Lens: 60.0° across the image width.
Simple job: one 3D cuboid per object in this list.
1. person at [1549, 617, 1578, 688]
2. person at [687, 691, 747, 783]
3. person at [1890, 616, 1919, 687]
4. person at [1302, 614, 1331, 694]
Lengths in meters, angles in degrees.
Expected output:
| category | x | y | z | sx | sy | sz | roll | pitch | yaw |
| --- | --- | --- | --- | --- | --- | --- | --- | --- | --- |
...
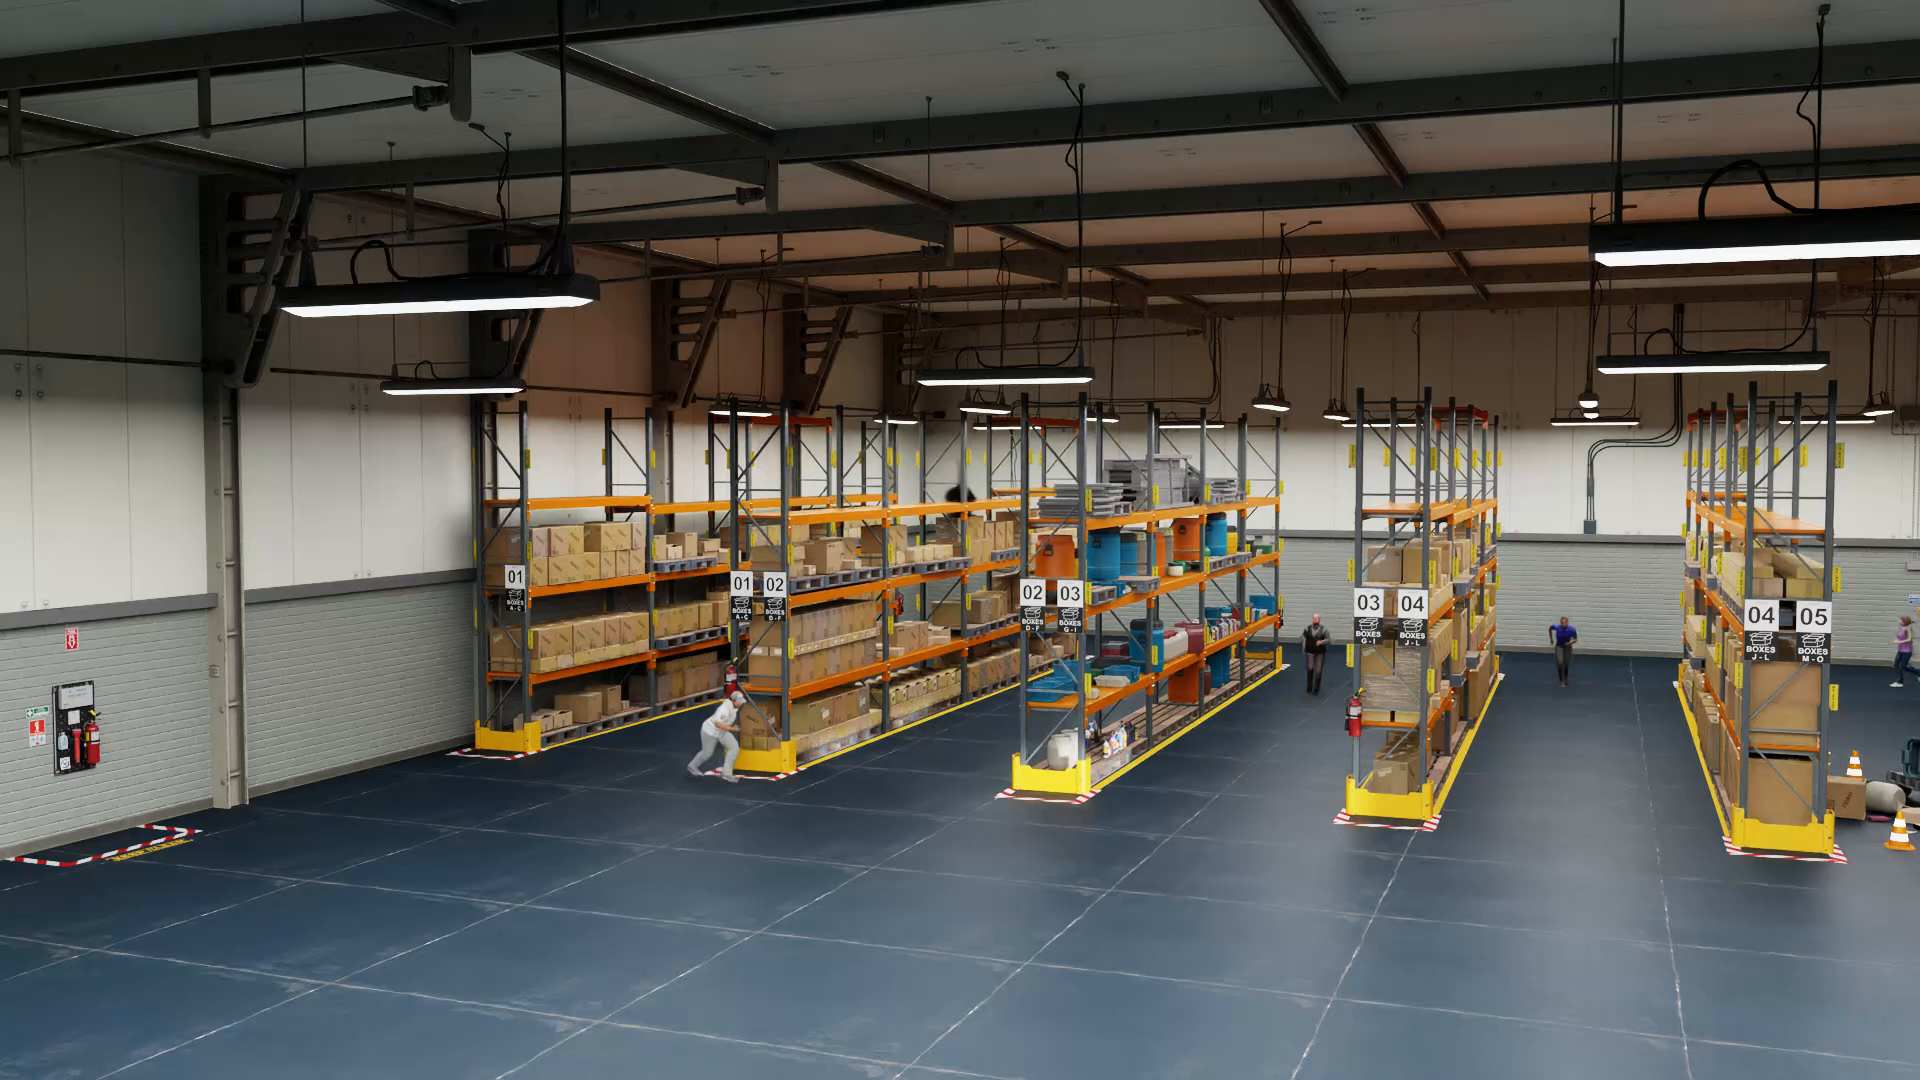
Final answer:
| category | x | y | z | sx | sy | sz | roll | pitch | yaw |
| --- | --- | --- | --- | --- | --- | --- | --- | --- | --- |
| person | 13.331 | 2.465 | 36.725 | 0.618 | 1.613 | 0.926 | 1 | 3 | 24 |
| person | -3.797 | 3.043 | 25.816 | 1.162 | 1.460 | 0.587 | 1 | 3 | 25 |
| person | 20.745 | 2.452 | 36.403 | 0.726 | 1.545 | 0.538 | 1 | 3 | 10 |
| person | 7.564 | 2.424 | 35.343 | 0.620 | 1.710 | 0.690 | 1 | 3 | 14 |
